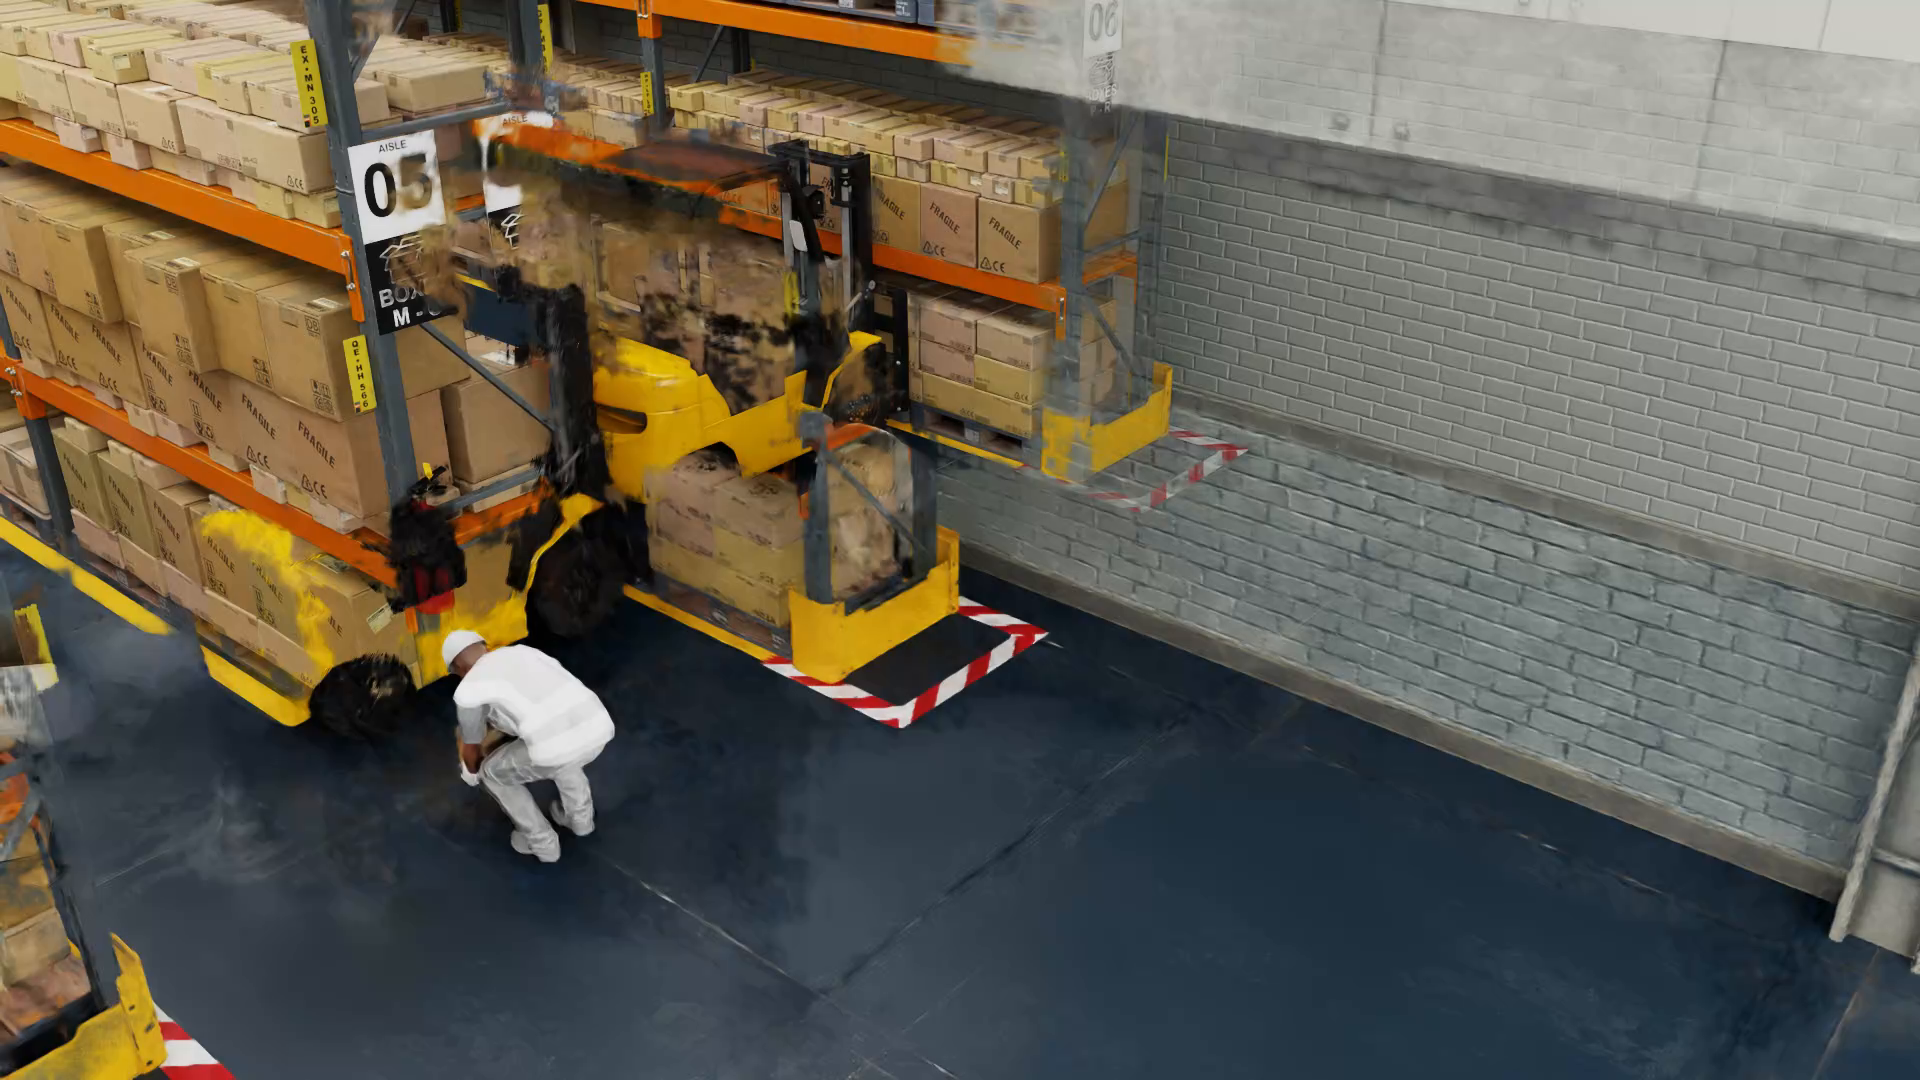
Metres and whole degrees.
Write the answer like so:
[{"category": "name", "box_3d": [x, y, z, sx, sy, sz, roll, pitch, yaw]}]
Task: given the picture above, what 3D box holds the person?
[{"category": "person", "box_3d": [-0.567, -0.217, 9.886, 0.958, 0.998, 0.543, 19, 33, 33]}]
